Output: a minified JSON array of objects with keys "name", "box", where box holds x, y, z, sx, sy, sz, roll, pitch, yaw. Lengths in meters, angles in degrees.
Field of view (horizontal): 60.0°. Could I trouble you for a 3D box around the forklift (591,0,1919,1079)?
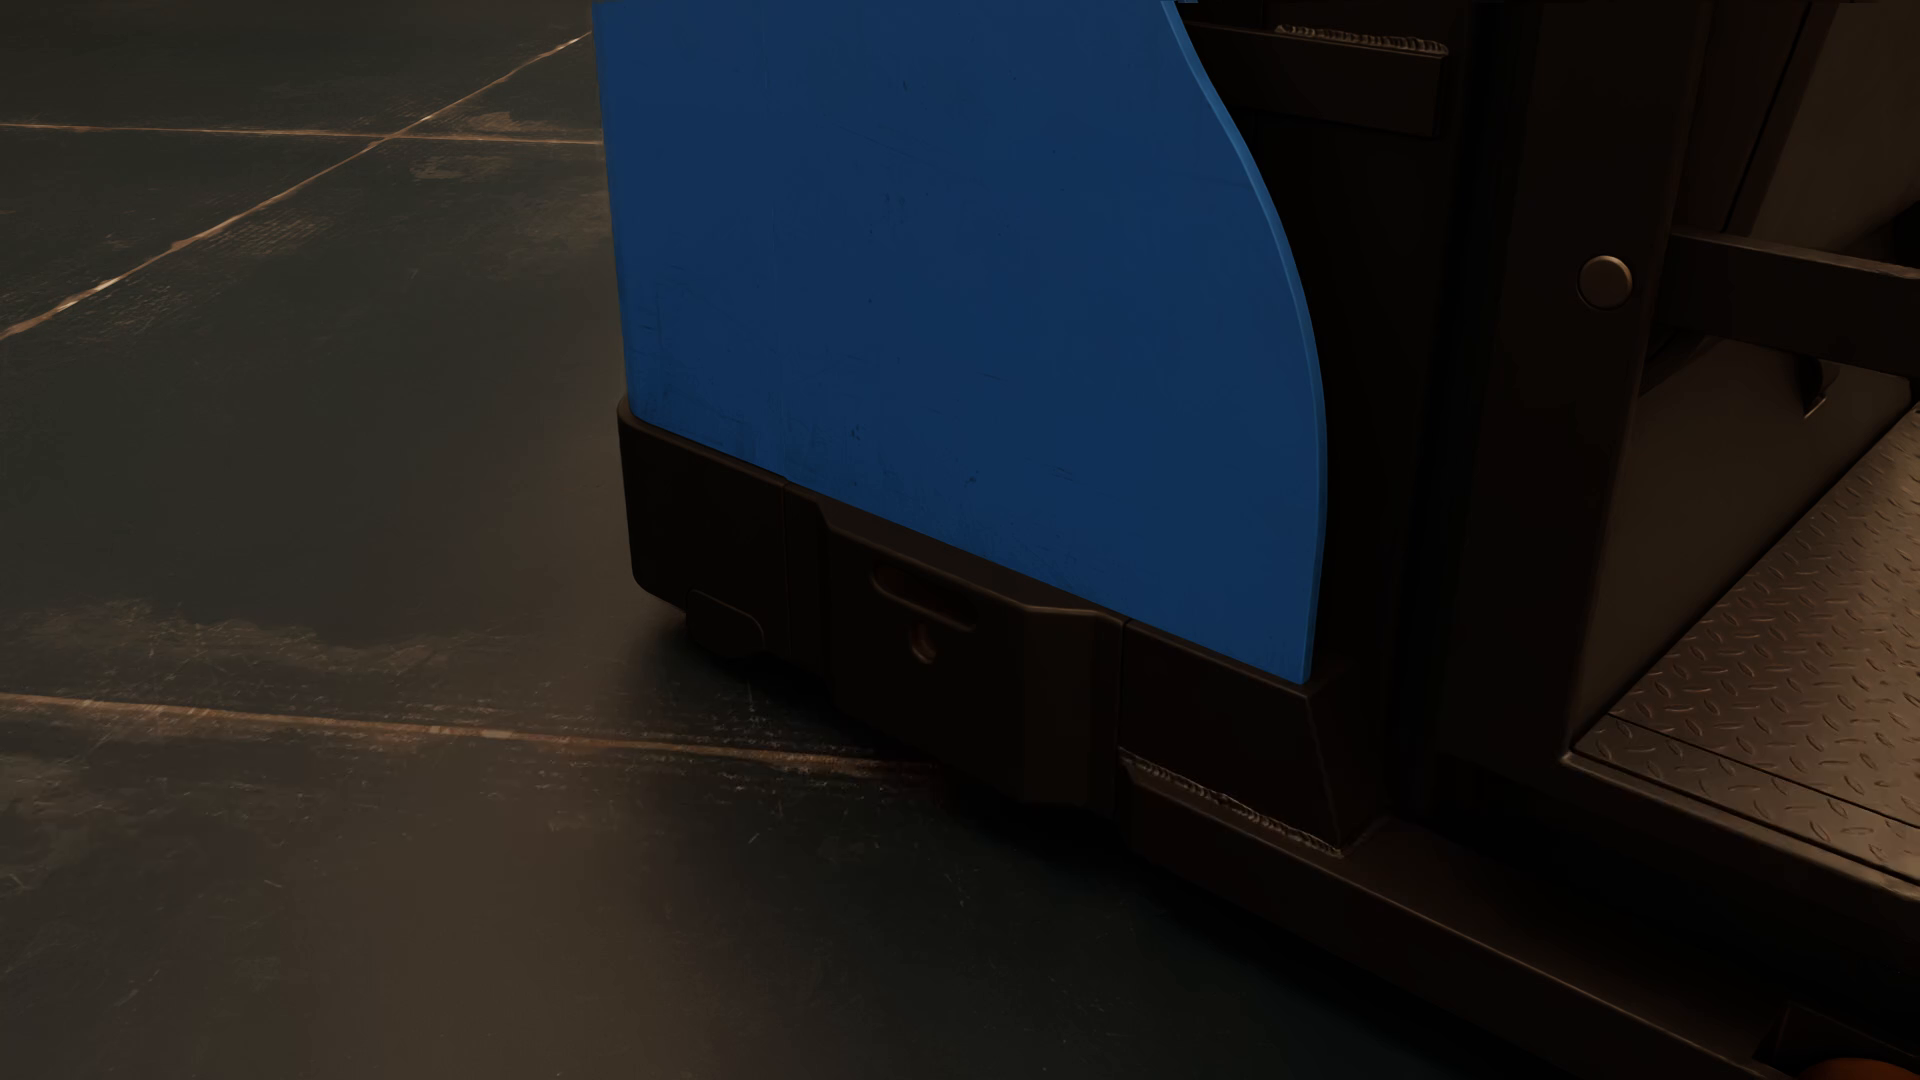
[{"name":"forklift","box":[0.992,-0.934,1.089,3.031,2.935,1.130,22,34,36]}]
